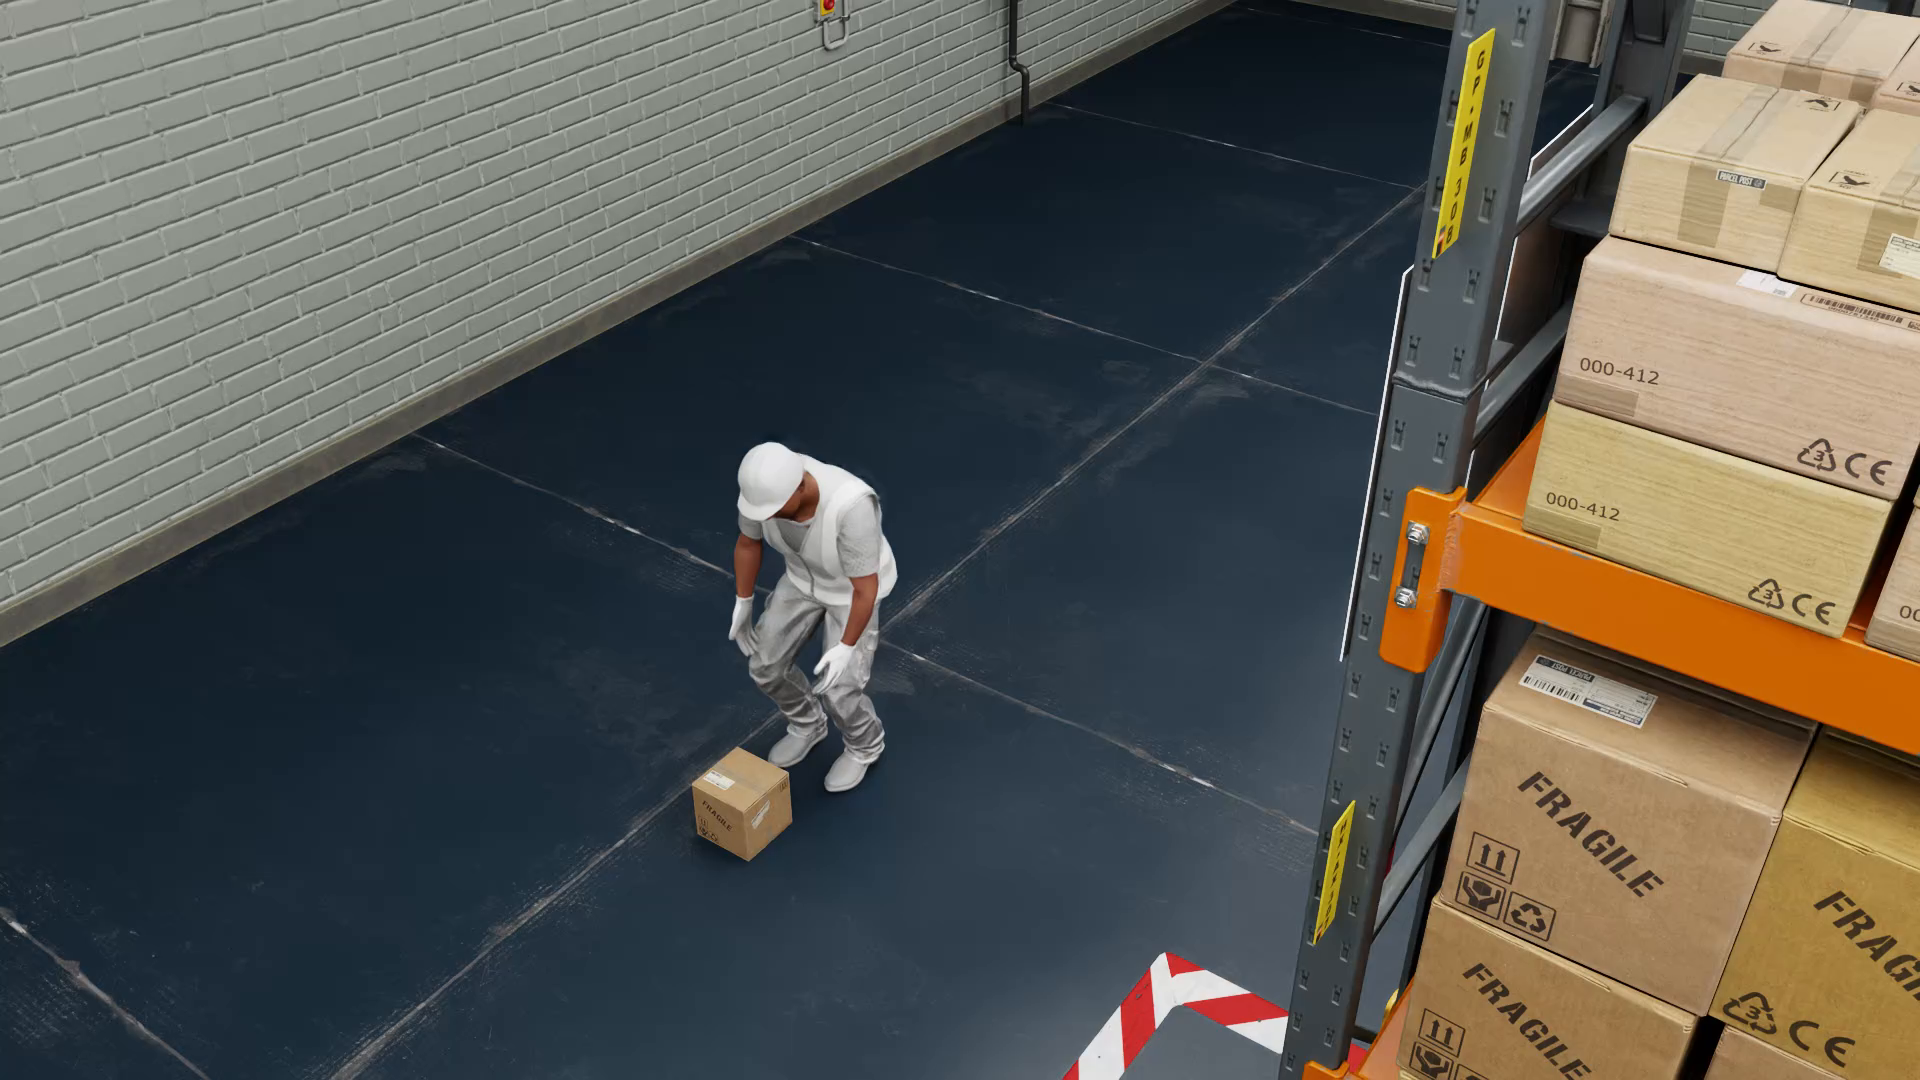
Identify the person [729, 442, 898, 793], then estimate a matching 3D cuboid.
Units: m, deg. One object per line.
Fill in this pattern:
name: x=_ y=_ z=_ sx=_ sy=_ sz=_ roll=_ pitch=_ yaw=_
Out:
person: x=-0.504 y=0.235 z=5.987 sx=0.606 sy=1.552 sz=0.673 roll=22 pitch=40 yaw=29
